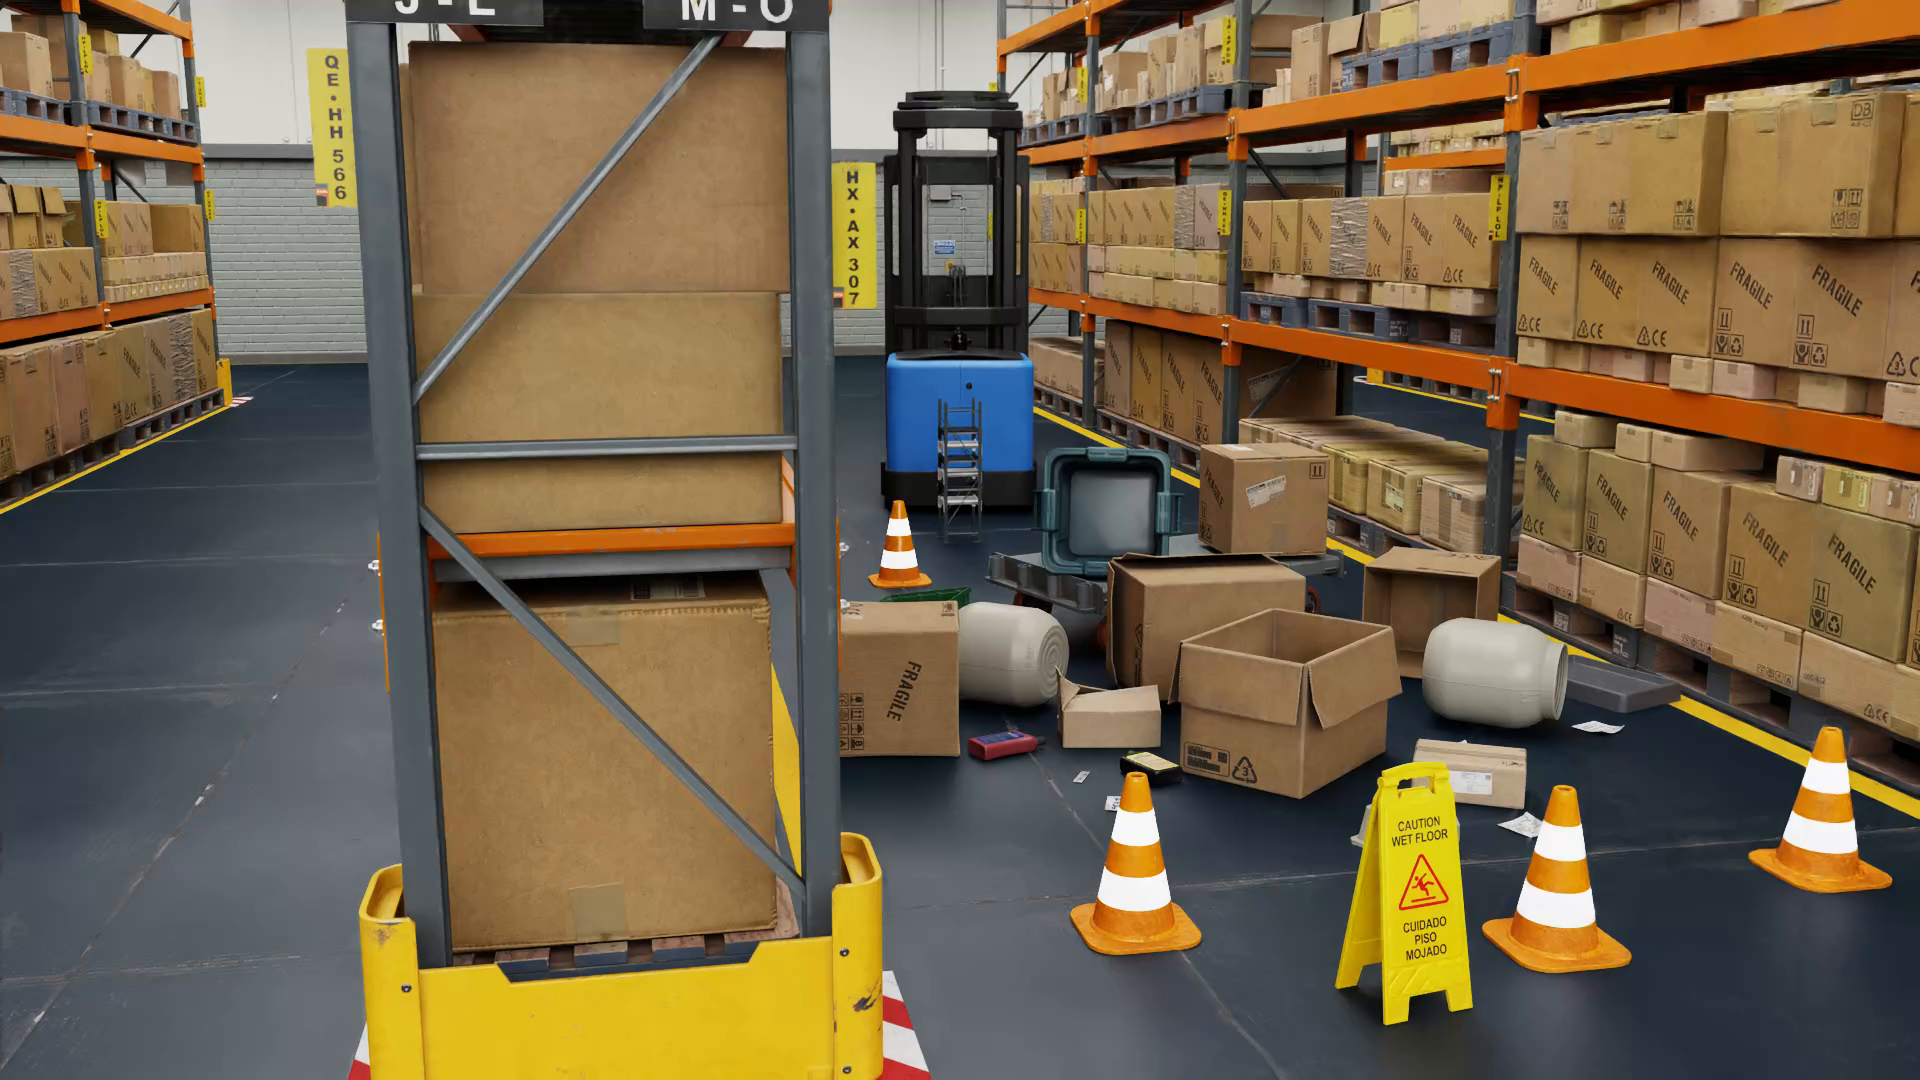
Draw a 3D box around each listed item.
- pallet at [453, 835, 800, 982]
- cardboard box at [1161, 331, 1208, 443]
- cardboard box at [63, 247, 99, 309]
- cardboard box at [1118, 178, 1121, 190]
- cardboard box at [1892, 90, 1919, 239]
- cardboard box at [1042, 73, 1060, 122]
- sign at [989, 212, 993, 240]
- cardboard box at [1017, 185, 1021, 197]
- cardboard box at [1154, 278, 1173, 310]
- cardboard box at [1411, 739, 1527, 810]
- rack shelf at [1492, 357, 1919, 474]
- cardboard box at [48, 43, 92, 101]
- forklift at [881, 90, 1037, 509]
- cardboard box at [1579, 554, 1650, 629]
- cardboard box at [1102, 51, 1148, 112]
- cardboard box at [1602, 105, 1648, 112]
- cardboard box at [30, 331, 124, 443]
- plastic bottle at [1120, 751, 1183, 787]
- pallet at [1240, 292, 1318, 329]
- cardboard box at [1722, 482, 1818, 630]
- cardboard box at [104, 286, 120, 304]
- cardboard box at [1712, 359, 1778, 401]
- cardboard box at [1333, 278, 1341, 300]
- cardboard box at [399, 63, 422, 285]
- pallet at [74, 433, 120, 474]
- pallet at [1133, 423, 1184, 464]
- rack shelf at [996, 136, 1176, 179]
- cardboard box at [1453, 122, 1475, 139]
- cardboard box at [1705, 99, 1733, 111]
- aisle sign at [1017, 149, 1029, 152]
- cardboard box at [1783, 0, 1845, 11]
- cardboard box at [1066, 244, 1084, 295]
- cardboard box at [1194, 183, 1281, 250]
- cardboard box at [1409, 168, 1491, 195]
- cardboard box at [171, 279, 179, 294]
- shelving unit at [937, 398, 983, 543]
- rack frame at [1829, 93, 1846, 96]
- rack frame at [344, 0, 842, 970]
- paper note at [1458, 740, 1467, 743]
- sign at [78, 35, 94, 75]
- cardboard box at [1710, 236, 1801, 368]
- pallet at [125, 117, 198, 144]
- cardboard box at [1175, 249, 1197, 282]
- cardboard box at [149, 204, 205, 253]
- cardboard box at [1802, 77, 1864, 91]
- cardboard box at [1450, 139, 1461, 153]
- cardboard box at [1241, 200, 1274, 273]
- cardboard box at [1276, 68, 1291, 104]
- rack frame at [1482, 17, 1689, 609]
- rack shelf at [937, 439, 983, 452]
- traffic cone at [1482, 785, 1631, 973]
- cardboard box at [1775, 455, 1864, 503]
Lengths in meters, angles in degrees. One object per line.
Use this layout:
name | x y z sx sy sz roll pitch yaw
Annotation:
pallet | -1.017 1.023 4.757 1.003 0.211 1.213 -2 11 -11
cardboard box | 2.273 -1.325 14.194 0.875 0.875 0.875 -2 11 -10
cardboard box | -7.645 -2.215 14.046 0.500 0.500 0.500 -2 11 -11
cardboard box | 1.400 -3.559 16.695 0.380 0.149 0.250 -2 11 -10
cardboard box | 3.647 -1.267 5.593 0.700 0.500 0.500 -2 11 -10
cardboard box | 1.184 -4.739 17.892 0.500 0.500 0.500 -2 11 -10
sign | 0.394 -3.781 20.013 0.100 0.325 0.005 -2 11 -11
cardboard box | 0.865 -3.975 18.882 0.380 0.149 0.250 -2 11 -13
cardboard box | 1.945 -2.065 13.922 0.500 0.250 0.500 -2 11 -12
cardboard box | 1.815 0.832 5.927 0.380 0.149 0.250 4 11 18
rack shelf | 3.662 -0.415 6.778 1.077 0.370 4.000 -2 11 -11
cardboard box | -8.215 -4.161 14.858 0.700 0.500 0.500 -3 11 -14
forklift | -0.031 -1.888 12.777 1.130 2.935 3.031 0 11 -1
cardboard box | 3.238 0.225 7.724 0.500 0.250 0.500 -1 11 -8
cardboard box | 1.604 -4.159 15.113 0.500 0.500 0.500 -2 11 -12
cardboard box | 6.380 -4.179 15.888 0.380 0.149 0.250 -2 11 -10
cardboard box | -7.859 -1.288 14.000 1.225 0.875 0.875 -2 11 -11
plastic bottle | 0.685 0.836 6.139 0.133 0.061 0.283 -6 13 -31
pallet | 2.738 -1.648 11.844 1.213 0.211 1.003 -2 11 -11
cardboard box | 3.443 0.049 6.644 0.500 0.500 0.500 -2 11 -12
cardboard box | -7.735 -2.185 14.826 0.380 0.149 0.250 -2 11 -11
cardboard box | 3.336 -0.662 6.825 0.380 0.149 0.250 -2 11 -11
cardboard box | 2.656 -1.637 10.826 0.380 0.149 0.250 -2 11 -9
cardboard box | -1.016 -0.974 4.503 0.875 0.550 0.550 -2 11 -11
pallet | -7.779 -0.733 13.985 1.003 0.211 1.213 -2 11 -11
pallet | 2.182 -0.870 14.701 1.003 0.211 1.213 -2 11 -11
rack shelf | 1.328 -4.089 18.061 1.077 0.370 4.000 -2 11 -11
cardboard box | 5.955 -4.691 18.904 0.500 0.250 0.500 -2 11 -12
cardboard box | 6.829 -3.719 14.593 0.500 0.250 0.500 -2 11 -11
aisle sign | 0.641 -4.616 19.972 0.394 0.787 0.004 -2 11 -11
cardboard box | 3.365 -2.087 6.289 0.380 0.149 0.250 -2 11 -12
cardboard box | 1.376 -2.727 16.736 0.500 0.500 0.500 -2 11 -10
cardboard box | 2.138 -2.494 12.838 0.500 0.500 0.500 -2 11 -13
cardboard box | 2.815 -2.058 9.565 0.380 0.149 0.250 -2 11 -13
cardboard box | -8.138 -2.564 16.818 0.380 0.149 0.250 -2 11 -11
shelving unit | -0.002 -0.444 10.620 0.258 0.900 0.210 -2 11 -11
rack frame | 7.363 -2.050 13.445 1.000 3.000 0.127 -2 11 -11
rack frame | -0.785 -0.203 3.741 1.000 3.000 0.127 -2 11 -11
paper note | 1.897 0.800 6.440 0.148 0.019 0.142 2 11 9
sign | -7.473 -4.146 14.209 0.100 0.325 0.005 -2 11 -11
cardboard box | 3.409 -0.964 6.675 0.500 0.500 0.500 -2 11 -10
pallet | -8.627 -4.270 17.323 1.003 0.211 1.213 -2 11 -11
cardboard box | 2.048 -2.214 13.372 0.500 0.250 0.500 -2 11 -12
cardboard box | -8.429 -3.337 17.805 0.500 0.500 0.500 -2 11 -10
cardboard box | 7.058 -3.702 13.437 0.380 0.149 0.250 -2 11 -10
cardboard box | 5.844 -4.516 19.049 0.380 0.149 0.250 -2 11 -11
cardboard box | 2.356 -2.179 11.938 0.500 0.500 0.500 -2 11 -13
cardboard box | 2.439 -3.166 11.643 0.396 0.266 0.258 -2 11 -11
rack frame | 3.273 -1.135 8.638 1.000 3.000 0.127 -2 11 -11
rack shelf | -0.002 -0.588 10.593 0.258 0.077 0.200 -2 11 -11
traffic cone | 1.680 0.915 4.649 0.336 0.463 0.334 -2 11 -11
cardboard box | 3.407 -0.241 6.431 0.380 0.149 0.250 -2 11 -9
